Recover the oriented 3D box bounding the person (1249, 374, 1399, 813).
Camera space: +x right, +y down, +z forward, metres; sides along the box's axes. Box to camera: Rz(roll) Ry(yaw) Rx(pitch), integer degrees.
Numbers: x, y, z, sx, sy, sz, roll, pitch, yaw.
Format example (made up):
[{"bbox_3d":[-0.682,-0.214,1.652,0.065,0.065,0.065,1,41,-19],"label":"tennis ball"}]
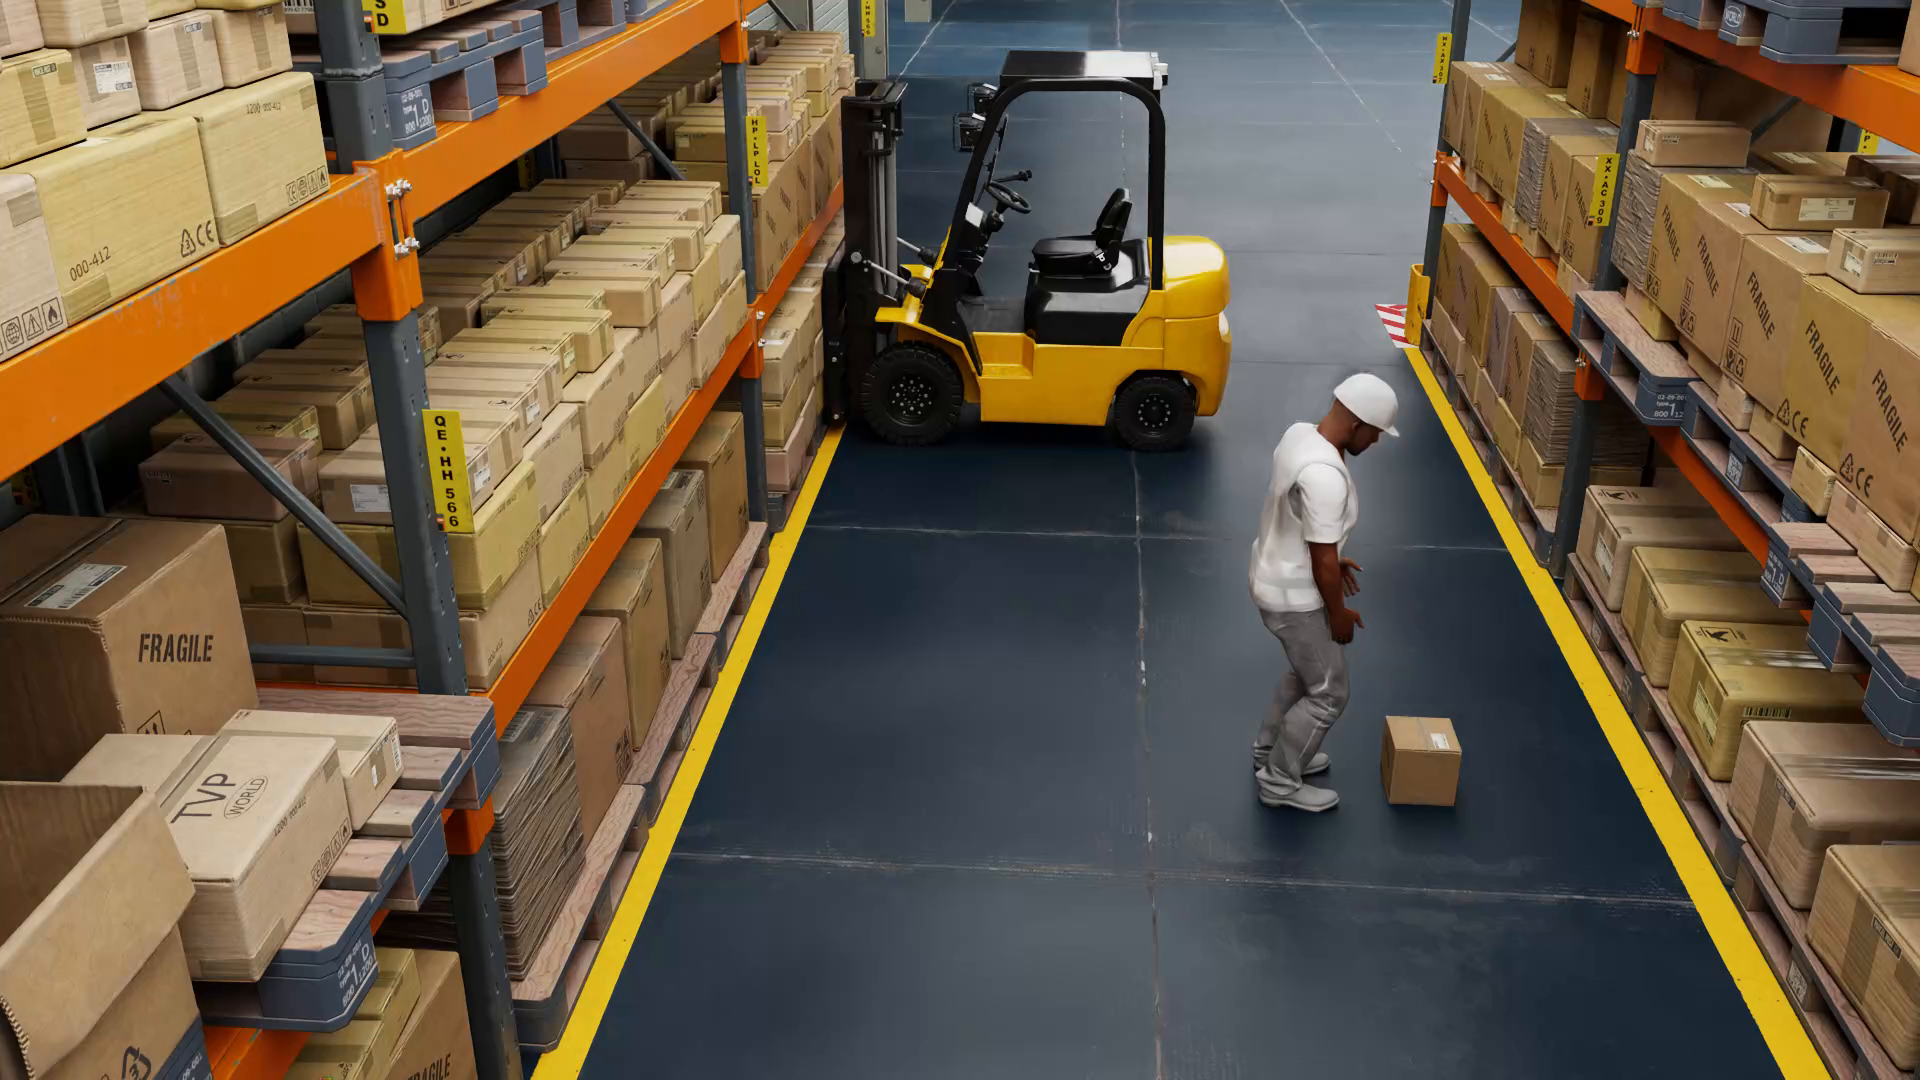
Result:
[{"bbox_3d":[1.336,0.182,6.261,0.491,1.696,0.598,2,24,5],"label":"person"}]
